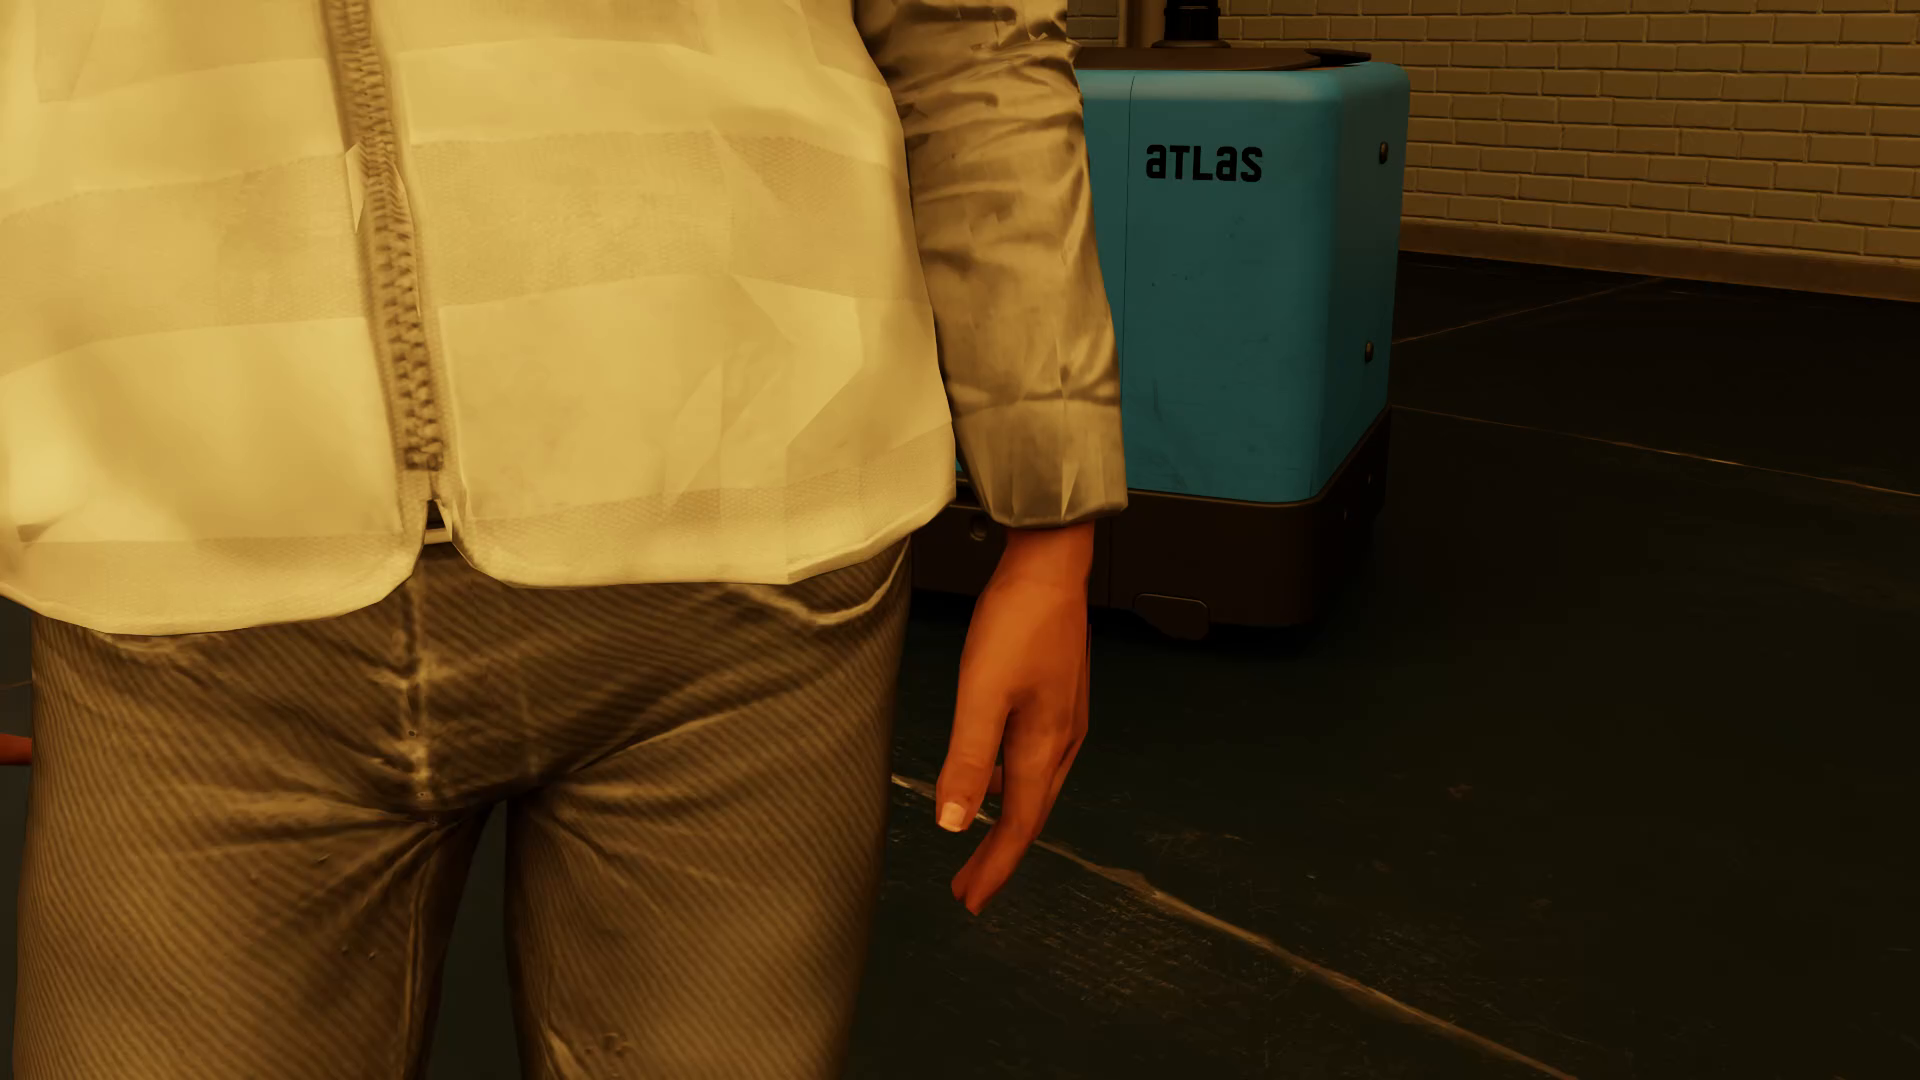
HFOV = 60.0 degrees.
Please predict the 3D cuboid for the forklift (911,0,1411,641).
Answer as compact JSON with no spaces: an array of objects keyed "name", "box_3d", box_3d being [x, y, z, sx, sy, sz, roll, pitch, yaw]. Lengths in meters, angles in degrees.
[{"name":"forklift","box_3d":[-0.563,-1.469,3.684,3.031,2.935,1.130,7,18,21]}]
